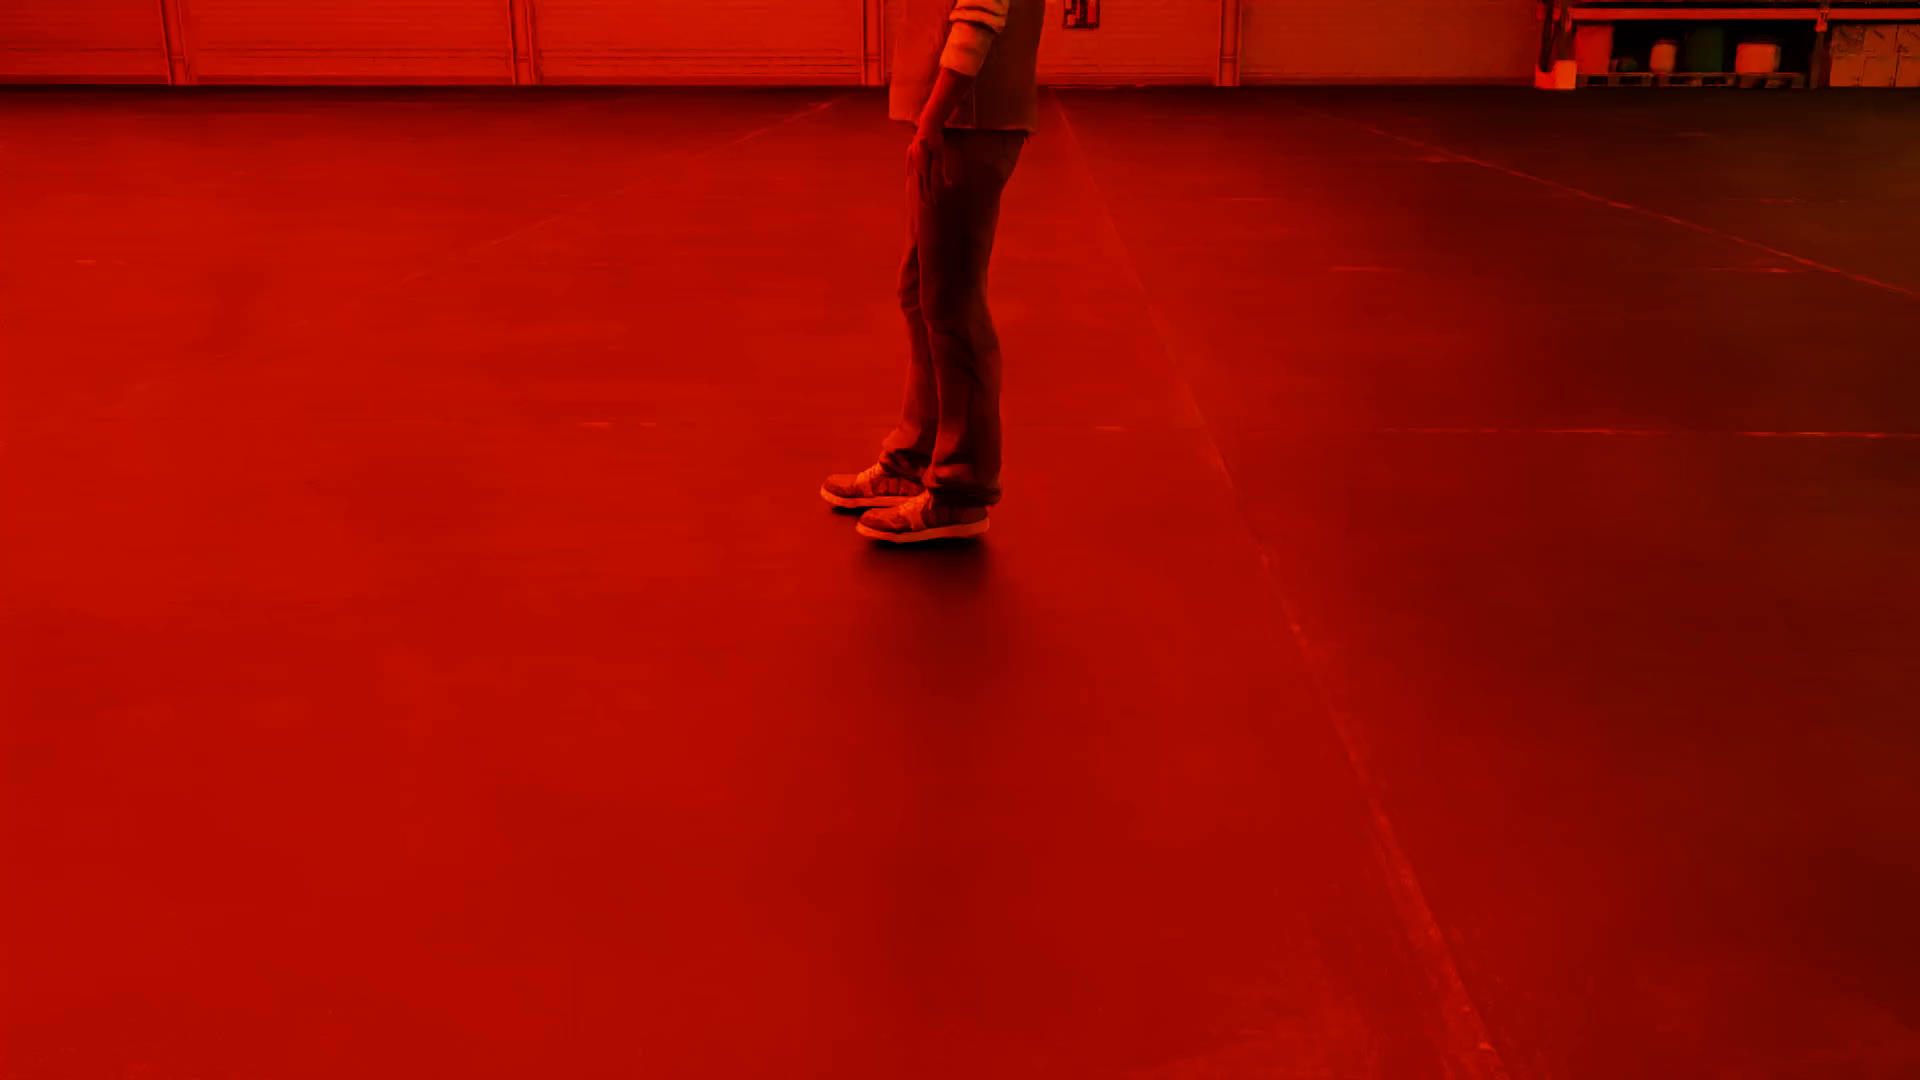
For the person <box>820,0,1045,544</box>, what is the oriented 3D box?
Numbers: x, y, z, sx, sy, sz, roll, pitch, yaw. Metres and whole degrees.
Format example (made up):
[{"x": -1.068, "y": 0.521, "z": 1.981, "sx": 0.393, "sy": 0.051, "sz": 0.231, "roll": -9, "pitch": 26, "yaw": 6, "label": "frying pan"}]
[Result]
[{"x": -0.074, "y": -0.774, "z": 3.148, "sx": 0.474, "sy": 1.597, "sz": 0.521, "roll": 1, "pitch": 17, "yaw": 2, "label": "person"}]
